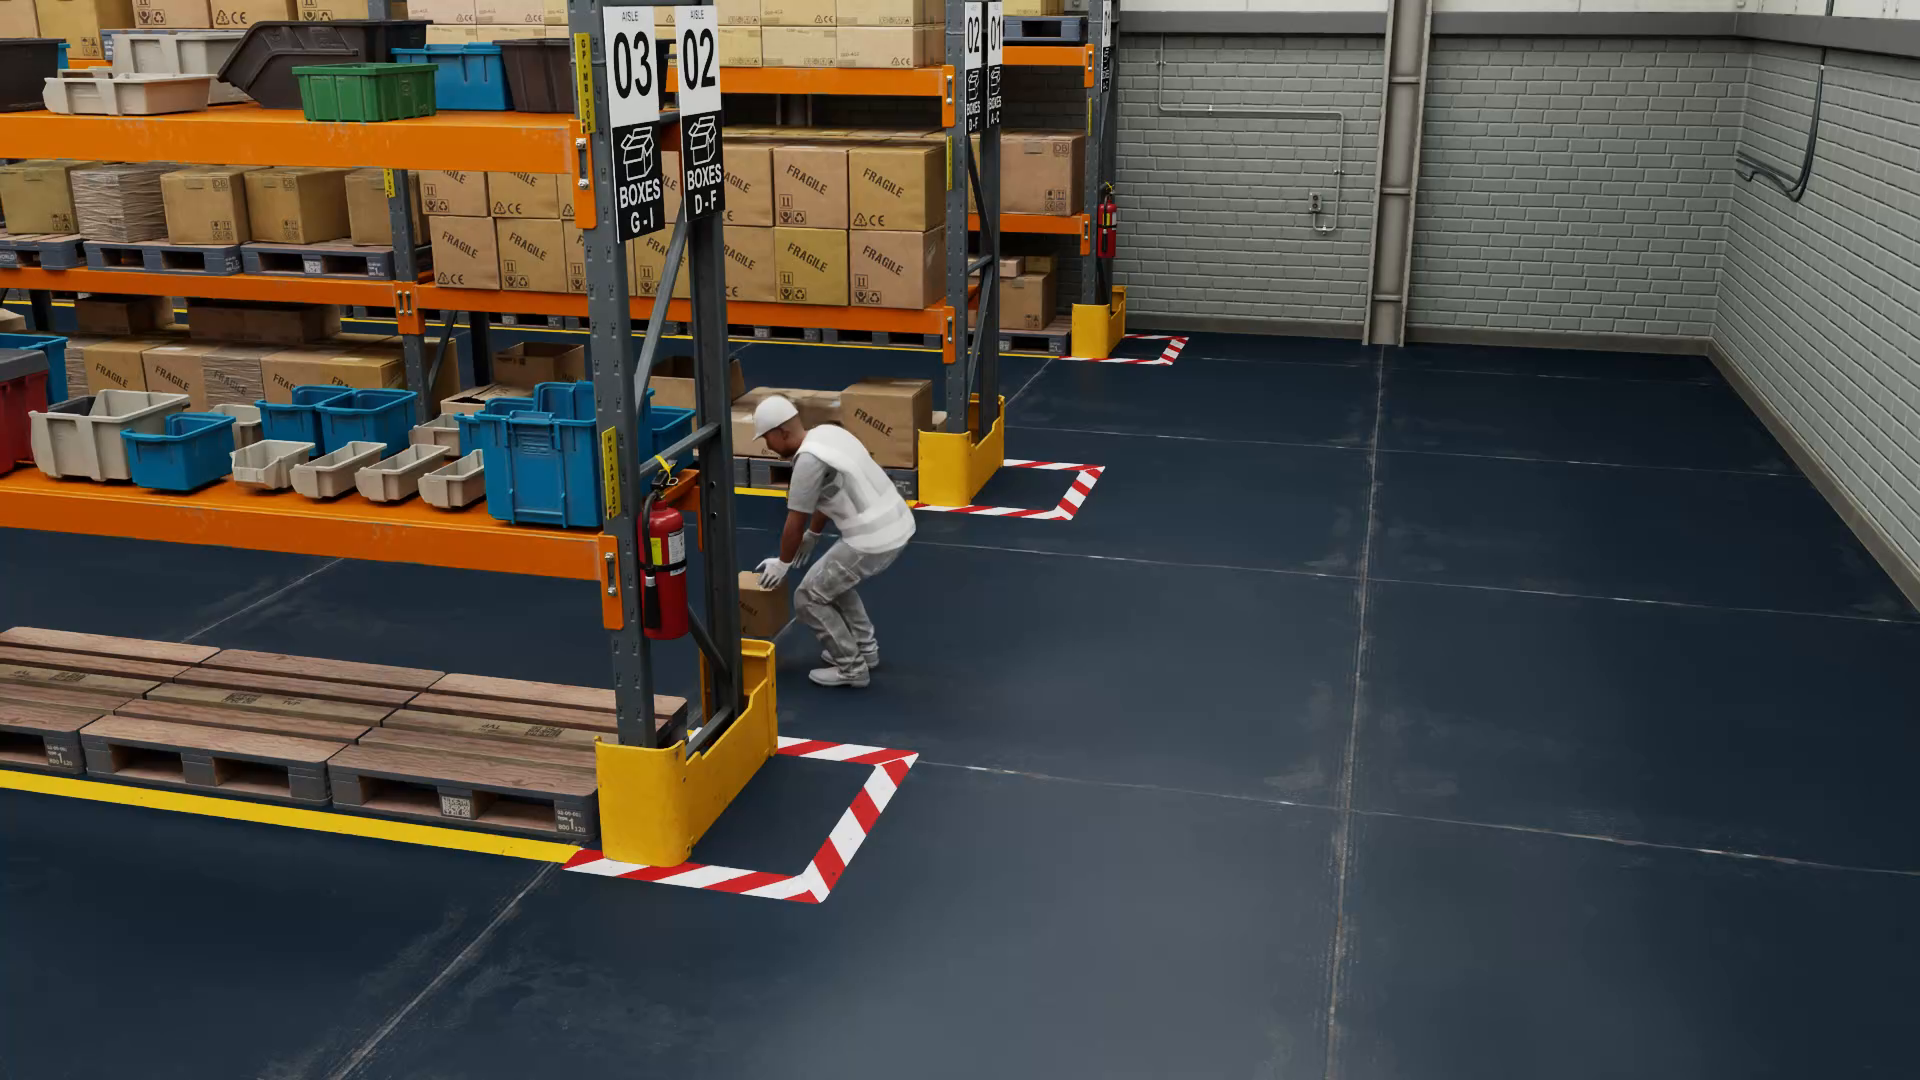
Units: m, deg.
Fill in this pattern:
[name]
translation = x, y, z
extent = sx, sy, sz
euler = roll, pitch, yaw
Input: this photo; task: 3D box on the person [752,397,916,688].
[person]
translation = -0.620, 0.008, 8.101
extent = 0.772, 1.412, 0.613
euler = 5, 19, 14
